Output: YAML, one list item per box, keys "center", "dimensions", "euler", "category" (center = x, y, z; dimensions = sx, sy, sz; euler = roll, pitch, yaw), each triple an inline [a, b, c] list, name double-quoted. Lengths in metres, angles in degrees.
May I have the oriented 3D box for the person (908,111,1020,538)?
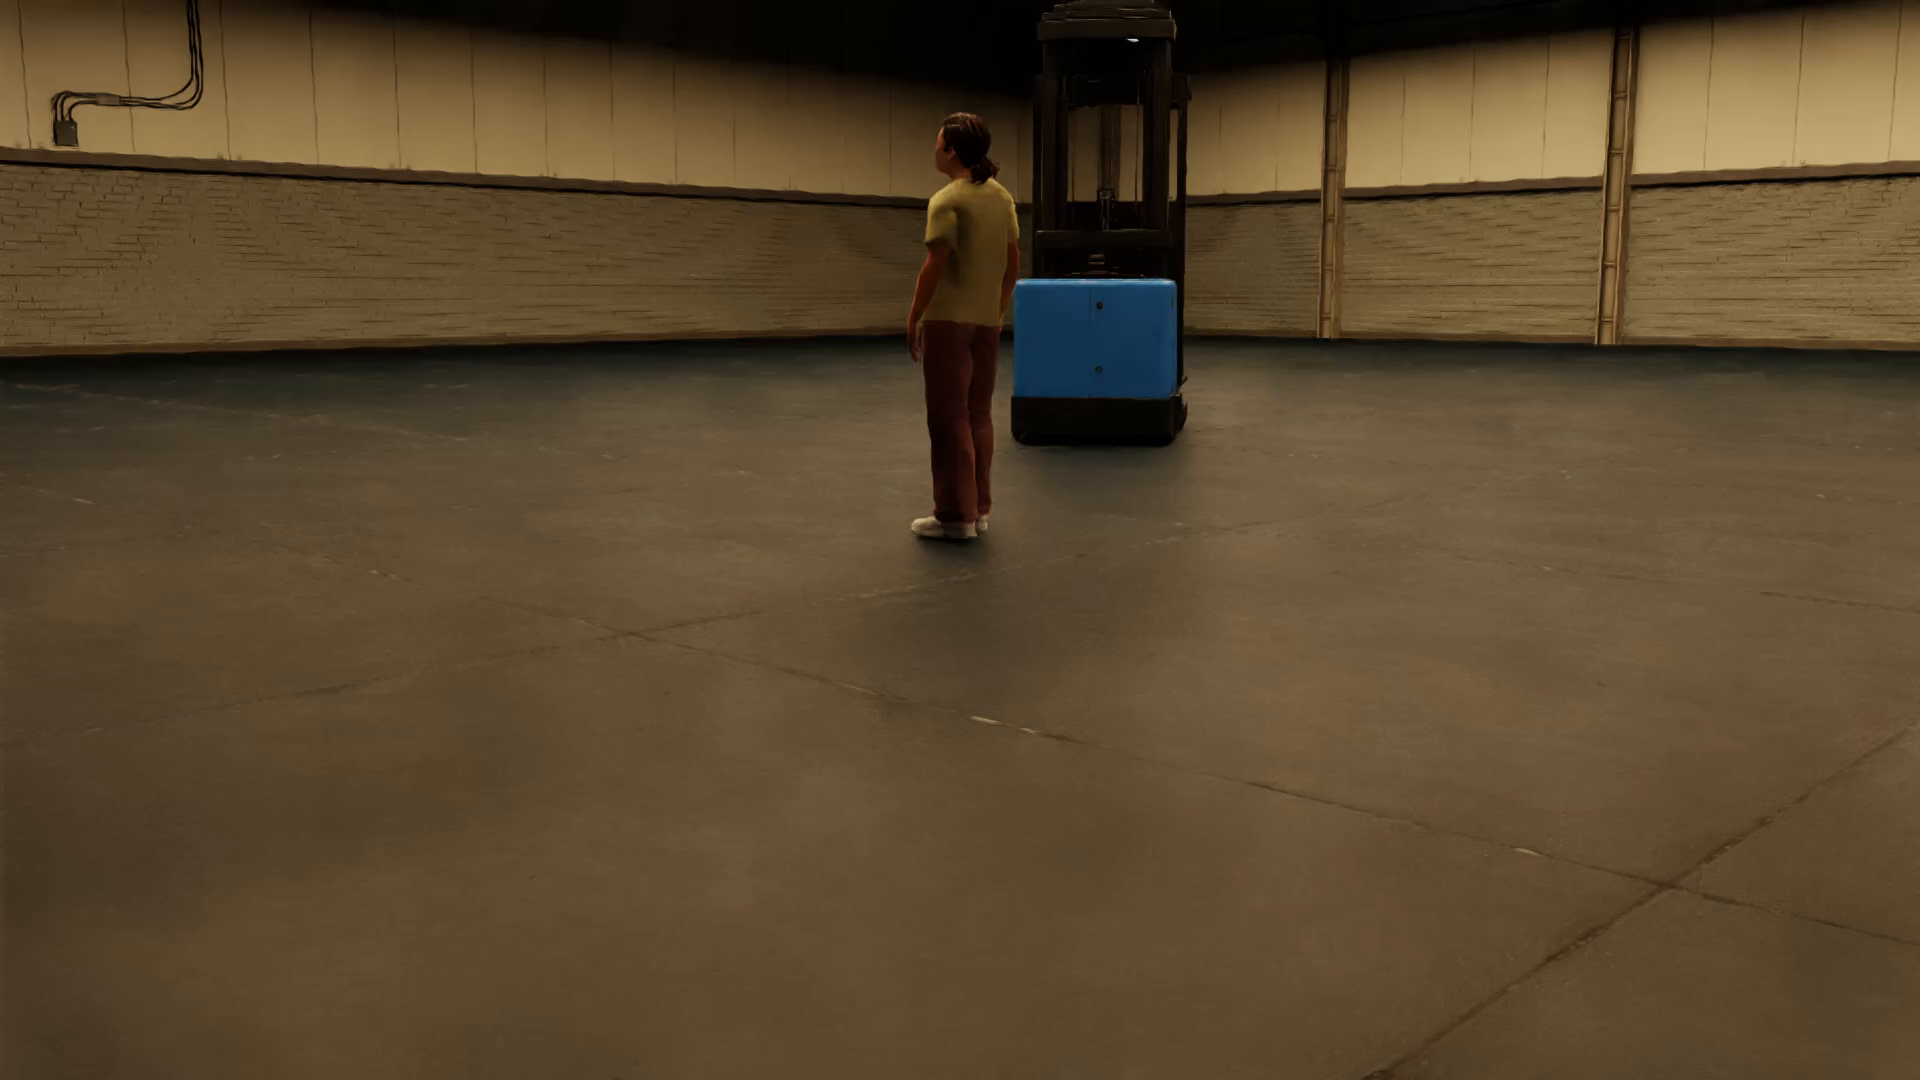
- center: [-0.046, -0.845, 6.650]
  dimensions: [0.548, 1.674, 0.554]
  euler: [8, 12, 43]
  category: "person"

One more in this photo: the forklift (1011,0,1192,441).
- center: [1.101, -2.289, 12.074]
  dimensions: [1.130, 2.935, 3.031]
  euler: [1, 9, 10]
  category: "forklift"
